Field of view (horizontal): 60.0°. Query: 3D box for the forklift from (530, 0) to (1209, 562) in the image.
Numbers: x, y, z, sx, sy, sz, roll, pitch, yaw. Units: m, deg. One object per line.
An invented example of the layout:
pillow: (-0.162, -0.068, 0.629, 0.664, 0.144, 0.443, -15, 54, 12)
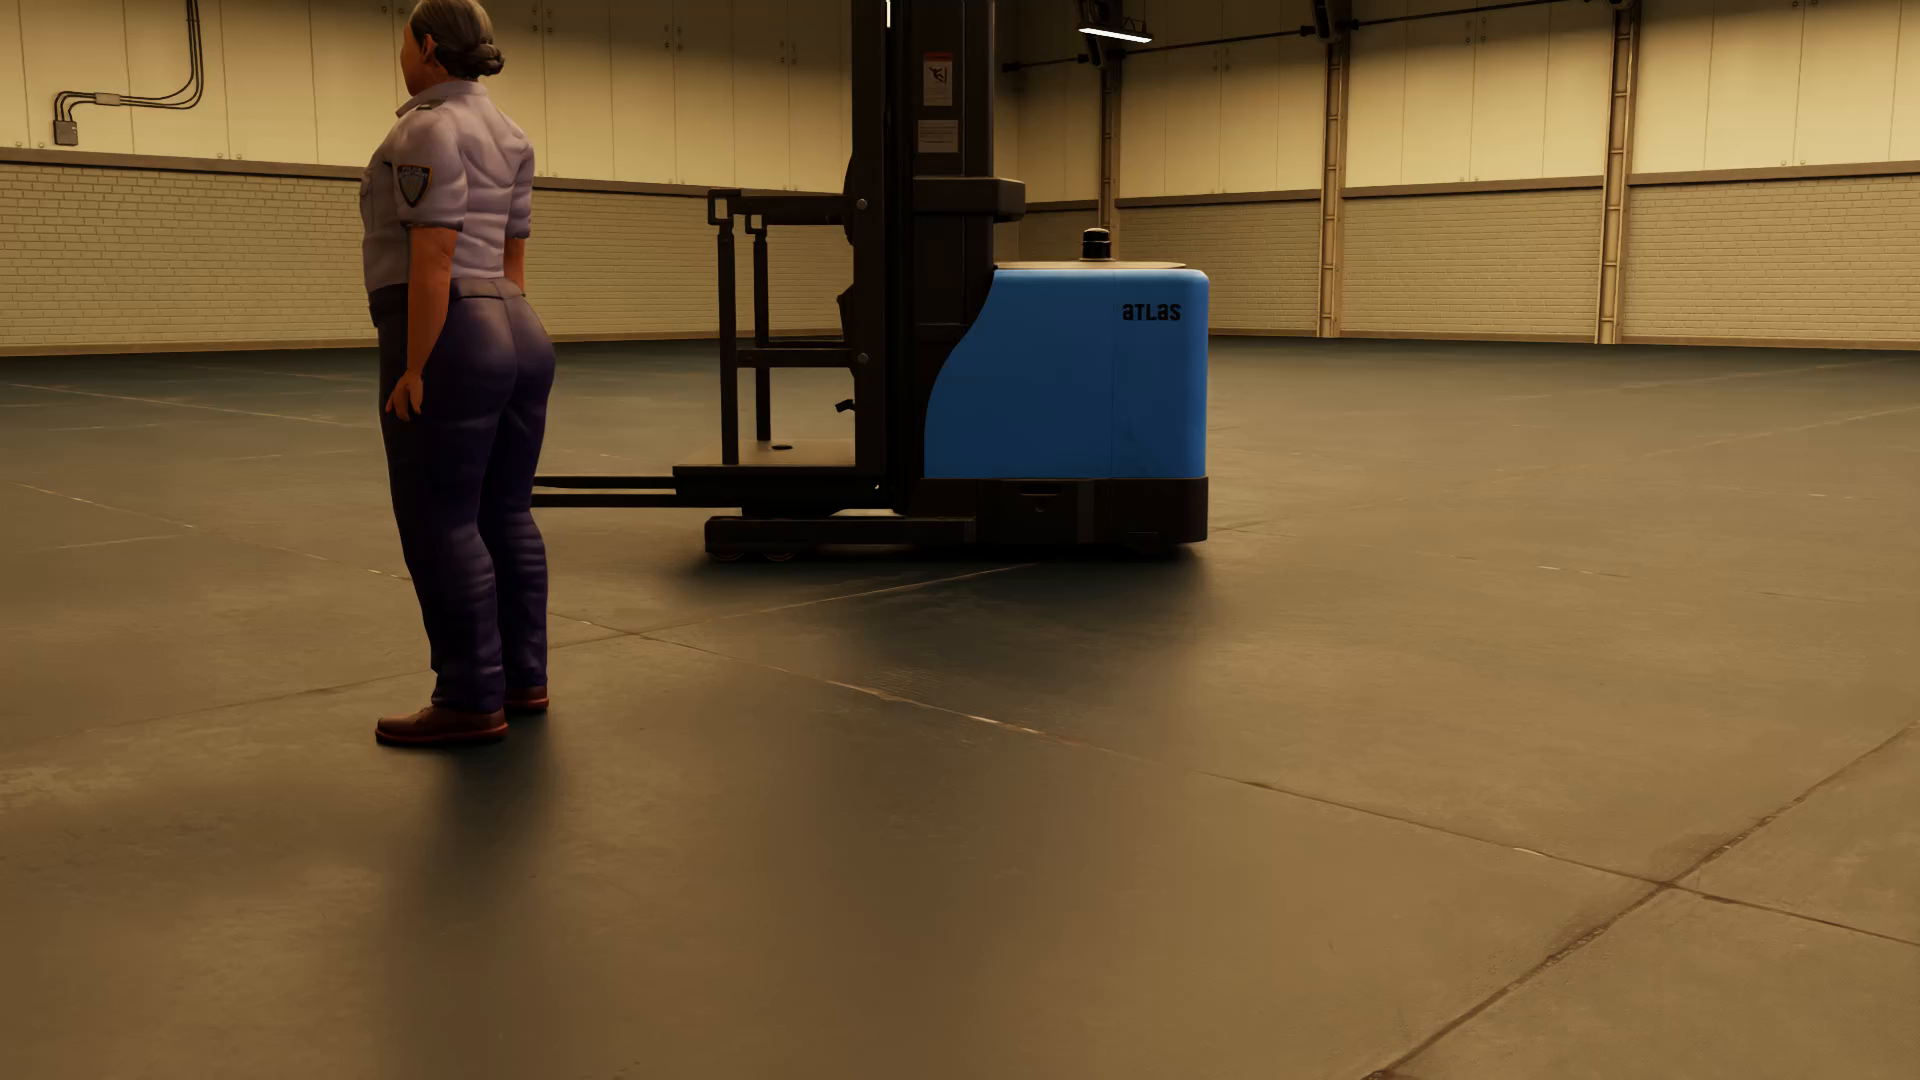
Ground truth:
forklift: (-0.581, -1.447, 6.485, 3.031, 2.935, 1.130, 0, 9, 0)

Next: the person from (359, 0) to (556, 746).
person: (-1.129, -0.383, 3.747, 0.362, 1.652, 0.484, 2, 9, 12)
